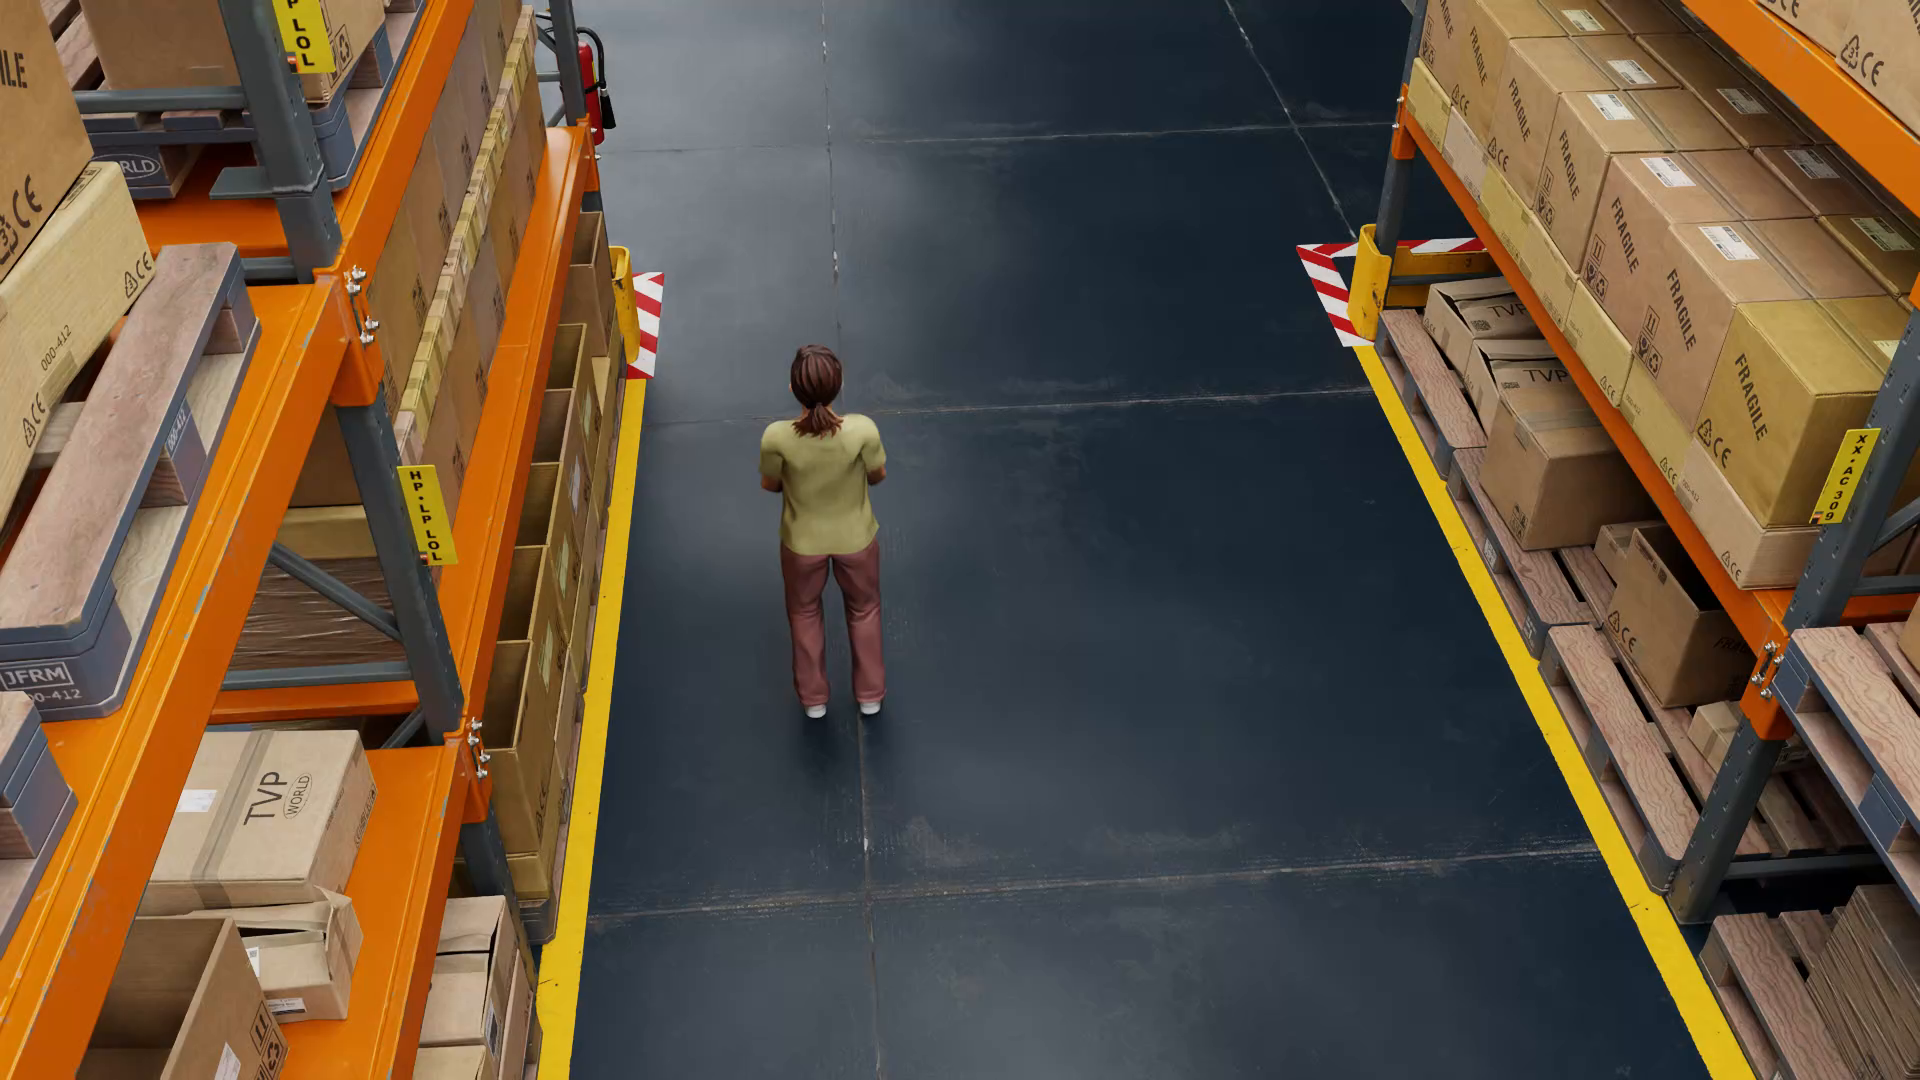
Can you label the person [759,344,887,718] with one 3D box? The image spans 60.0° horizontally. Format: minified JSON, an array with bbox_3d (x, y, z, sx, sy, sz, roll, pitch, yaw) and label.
[{"bbox_3d":[-0.498,-0.050,6.216,0.456,1.673,0.511,-4,39,-5],"label":"person"}]
